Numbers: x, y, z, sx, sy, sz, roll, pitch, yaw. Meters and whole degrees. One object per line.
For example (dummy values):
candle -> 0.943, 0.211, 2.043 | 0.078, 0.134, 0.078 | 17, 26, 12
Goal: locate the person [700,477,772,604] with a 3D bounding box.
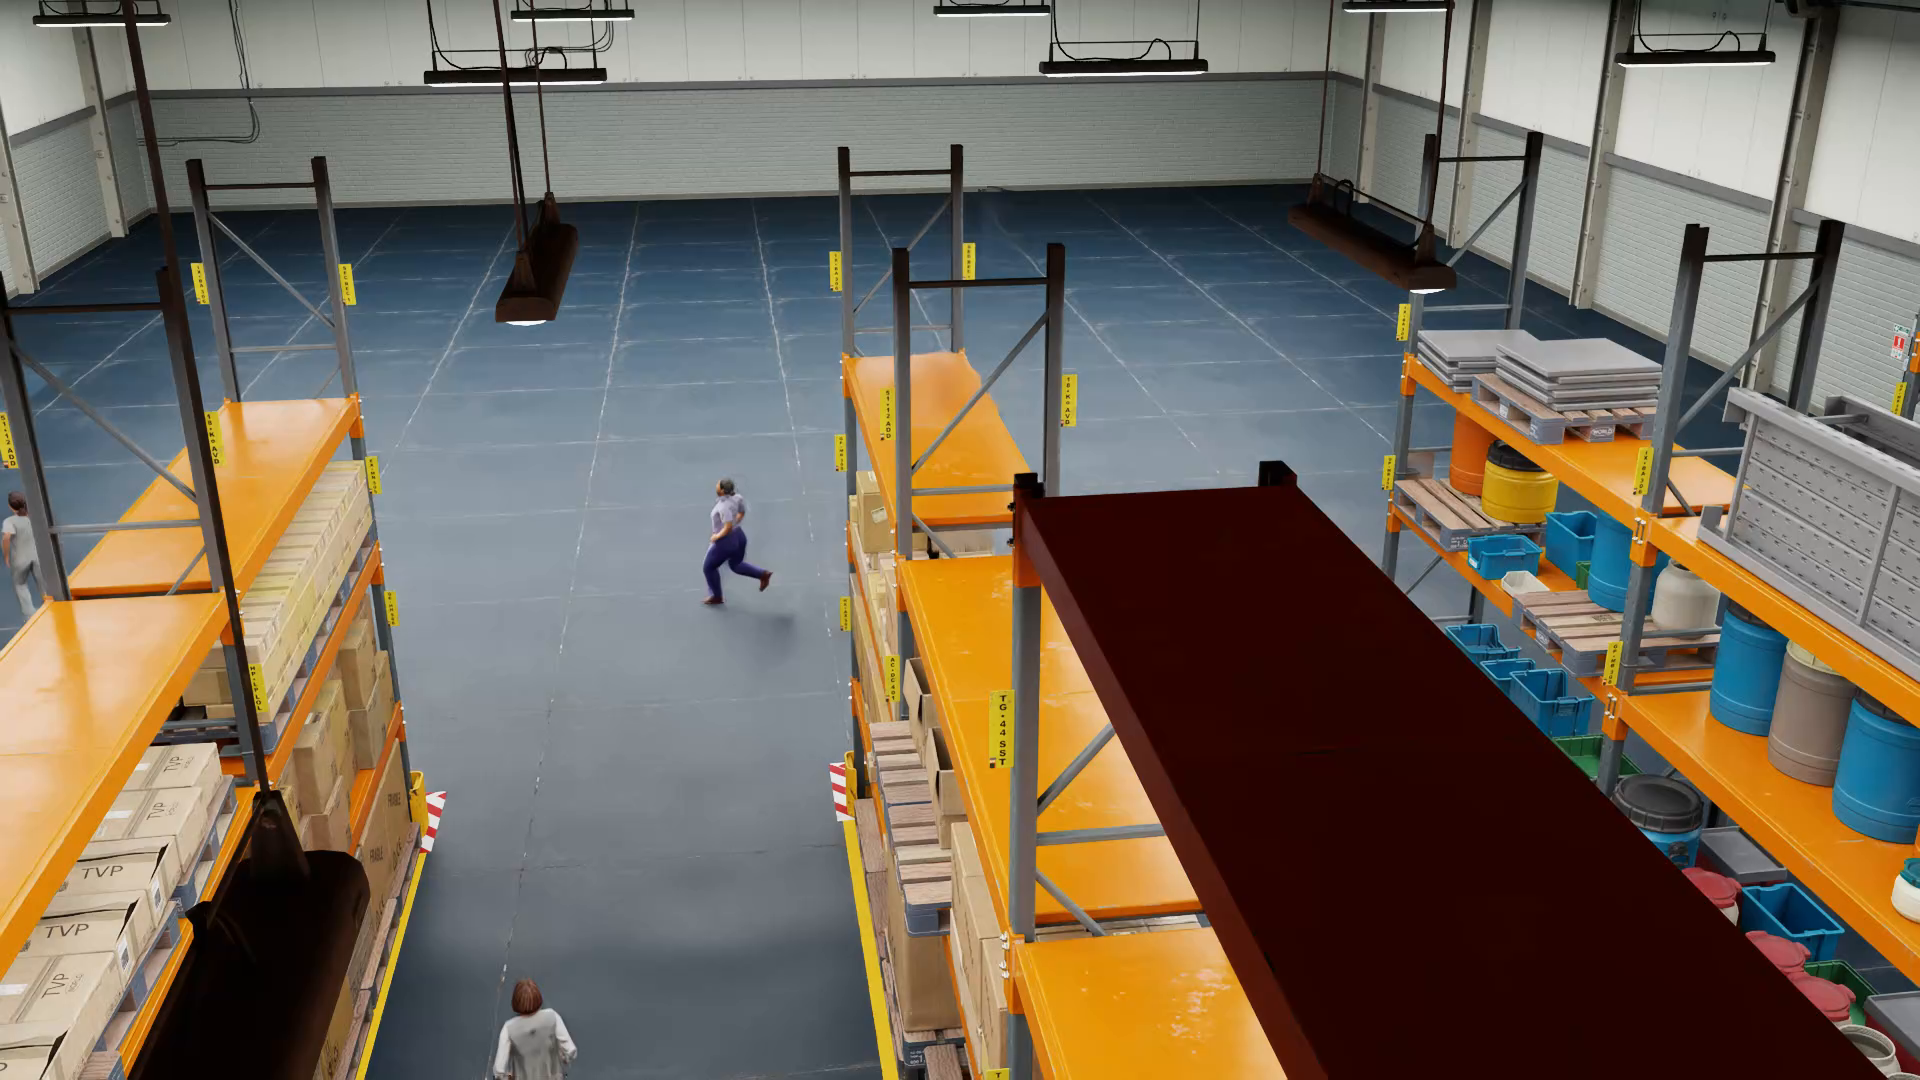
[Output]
person -> -2.670, 0.037, 19.438 | 0.890, 1.622, 0.595 | 9, 23, 22

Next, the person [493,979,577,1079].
person -> -2.703, 3.455, 10.632 | 0.522, 1.406, 0.741 | -9, 23, -21

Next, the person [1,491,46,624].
person -> -10.419, 0.280, 18.654 | 0.775, 1.731, 0.580 | 20, 29, 40
